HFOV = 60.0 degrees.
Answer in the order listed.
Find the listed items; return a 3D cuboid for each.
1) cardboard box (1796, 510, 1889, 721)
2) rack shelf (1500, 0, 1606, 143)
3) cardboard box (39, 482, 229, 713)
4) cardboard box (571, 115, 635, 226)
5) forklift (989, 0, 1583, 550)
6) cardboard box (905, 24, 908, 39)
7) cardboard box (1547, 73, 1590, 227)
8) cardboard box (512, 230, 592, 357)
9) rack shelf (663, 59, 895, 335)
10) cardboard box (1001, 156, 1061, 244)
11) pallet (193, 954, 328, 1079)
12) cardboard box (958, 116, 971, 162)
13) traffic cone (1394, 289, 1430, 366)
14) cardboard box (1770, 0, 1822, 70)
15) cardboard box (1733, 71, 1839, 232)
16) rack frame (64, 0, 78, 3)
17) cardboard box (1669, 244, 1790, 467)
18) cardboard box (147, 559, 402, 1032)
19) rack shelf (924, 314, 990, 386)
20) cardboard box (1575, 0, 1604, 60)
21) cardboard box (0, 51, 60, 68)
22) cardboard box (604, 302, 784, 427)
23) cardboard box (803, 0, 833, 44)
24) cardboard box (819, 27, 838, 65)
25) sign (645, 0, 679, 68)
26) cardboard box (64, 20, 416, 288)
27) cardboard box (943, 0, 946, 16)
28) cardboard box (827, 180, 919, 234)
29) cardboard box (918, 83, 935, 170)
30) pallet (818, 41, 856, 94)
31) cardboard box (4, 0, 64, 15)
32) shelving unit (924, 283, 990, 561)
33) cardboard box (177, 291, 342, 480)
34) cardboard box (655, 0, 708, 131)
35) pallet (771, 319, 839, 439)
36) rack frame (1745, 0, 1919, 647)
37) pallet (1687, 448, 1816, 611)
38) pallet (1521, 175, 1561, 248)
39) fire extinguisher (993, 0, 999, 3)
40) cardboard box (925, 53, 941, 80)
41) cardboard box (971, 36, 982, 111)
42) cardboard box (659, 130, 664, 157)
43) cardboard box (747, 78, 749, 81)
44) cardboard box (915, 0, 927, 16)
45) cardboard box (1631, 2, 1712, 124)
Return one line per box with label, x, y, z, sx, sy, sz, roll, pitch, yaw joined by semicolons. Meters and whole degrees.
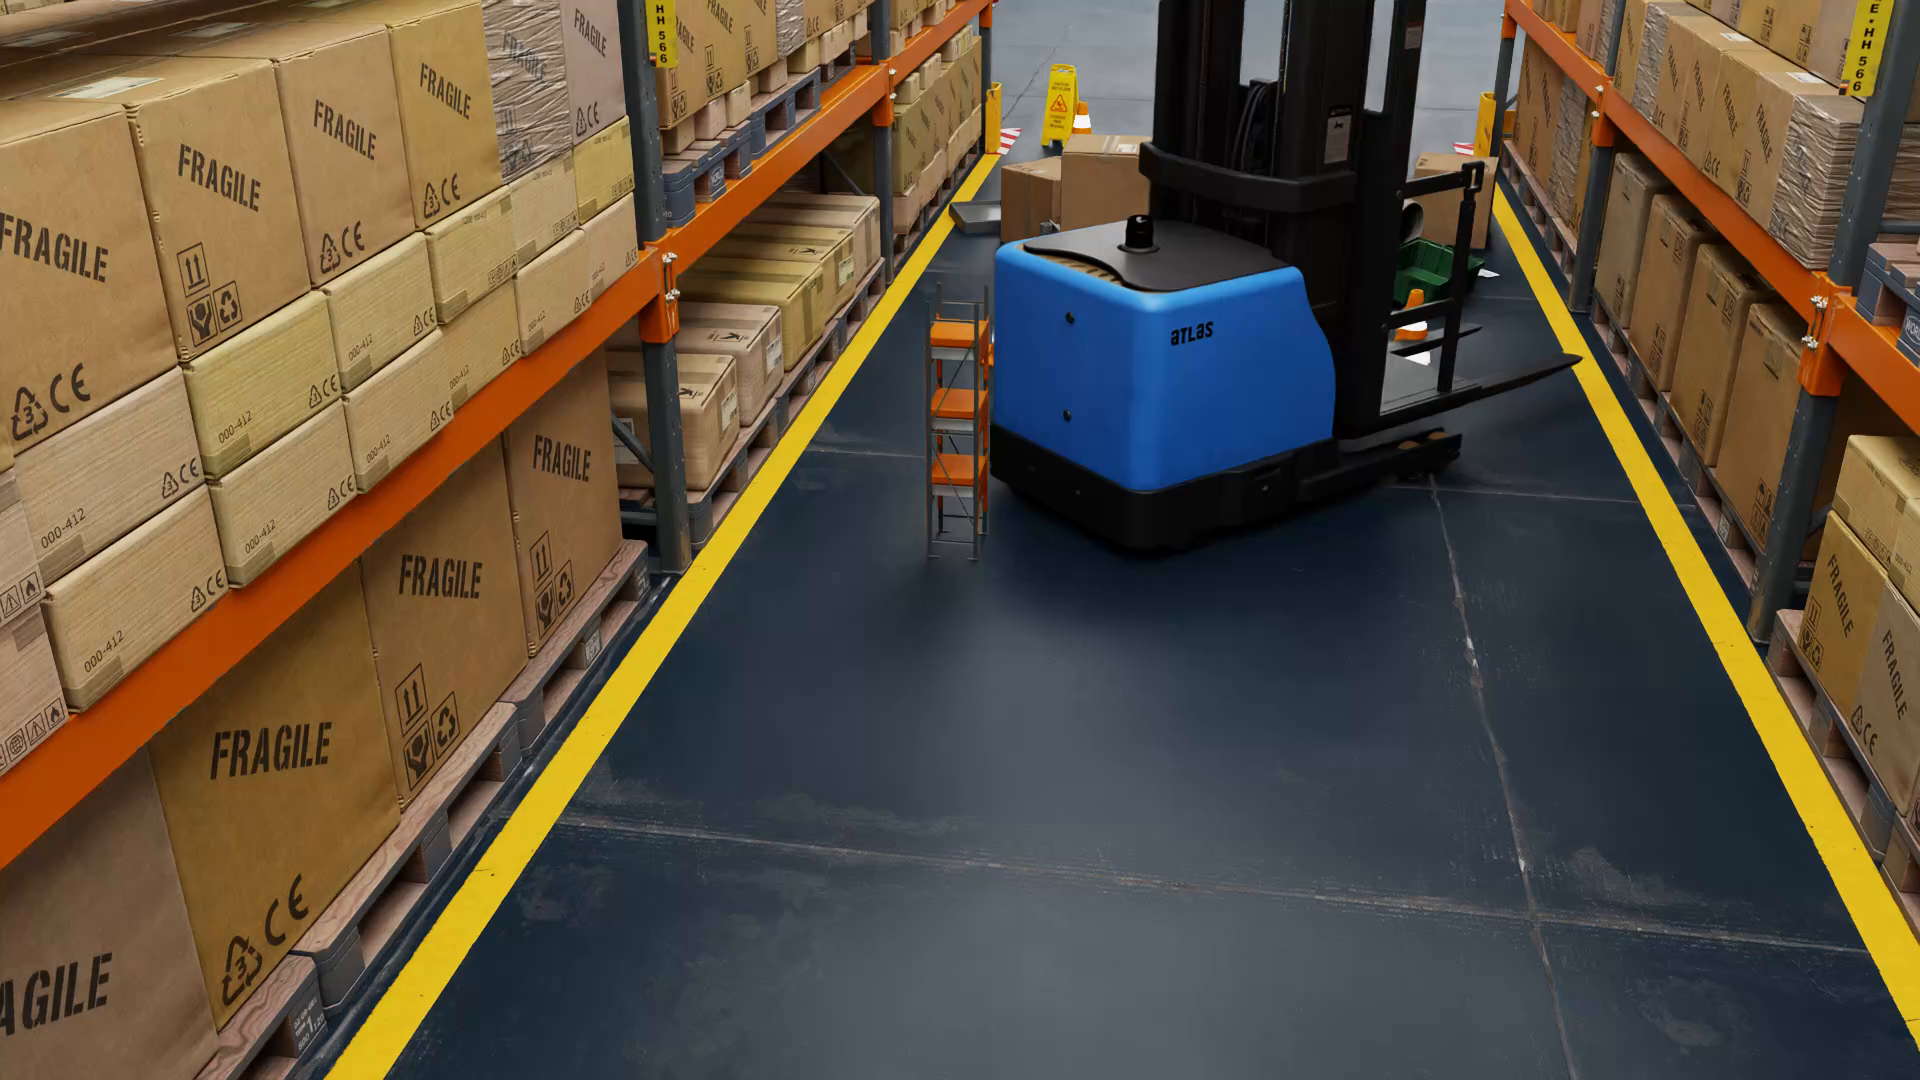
cardboard box;2.976;0.247;5.137;0.500;0.500;0.500;3;25;6
rack shelf;4.324;-3.157;10.804;1.077;0.370;4.000;4;25;9
cardboard box;-1.795;0.085;3.208;0.500;0.250;0.500;3;25;7
cardboard box;-1.385;-1.212;5.389;0.500;0.250;0.500;4;25;8
forklift;1.622;-1.762;7.056;3.031;2.935;1.130;-17;30;-32
cardboard box;-0.531;-3.165;10.270;0.380;0.149;0.250;4;25;8
cardboard box;4.313;-2.509;10.584;0.875;0.875;0.875;4;25;9
cardboard box;-1.451;-0.762;5.016;0.500;0.250;0.500;4;25;9
rack shelf;-1.230;-1.785;7.873;1.077;0.370;4.000;4;25;9
cardboard box;0.615;-2.170;10.793;0.500;0.500;0.500;-20;32;-36
pallet;-2.158;1.334;3.651;1.003;0.211;1.213;4;25;9
cardboard box;-0.208;-2.992;12.351;0.500;0.250;0.500;4;25;9
traffic cone;2.288;-1.041;8.428;0.336;0.463;0.334;4;25;9
cardboard box;3.590;-2.085;6.368;0.700;0.500;0.500;4;25;8
cardboard box;3.235;-1.434;6.157;0.500;0.500;0.500;4;25;9
rack frame;-5.800;-3.289;10.239;1.000;3.000;0.127;4;25;9
cardboard box;3.671;-0.759;6.991;1.050;0.750;0.750;4;25;9
cardboard box;-2.048;0.528;4.095;0.875;0.875;0.875;5;26;10
rack shelf;-0.009;-0.701;6.364;0.215;0.259;0.240;4;25;9
cardboard box;4.113;-3.101;9.659;0.875;0.550;0.550;4;25;9
cardboard box;-2.205;-0.731;3.476;0.500;0.500;0.500;5;26;10
cardboard box;-1.342;-0.819;7.565;0.950;0.372;0.625;4;25;8
cardboard box;-0.922;-2.685;7.984;0.500;0.500;0.500;5;26;10
cardboard box;-0.820;-2.463;8.274;0.380;0.149;0.250;4;25;9
sign;-1.008;-1.761;5.609;0.100;0.325;0.005;4;25;9
cardboard box;-1.636;-0.904;3.846;0.500;0.500;0.500;4;25;8
cardboard box;-0.303;-3.584;11.165;0.380;0.149;0.250;4;25;8
cardboard box;-0.540;-2.120;10.488;0.500;0.250;0.500;3;25;6
cardboard box;-0.464;-2.684;10.809;0.500;0.500;0.500;5;26;11
pallet;-1.171;-2.550;8.887;1.003;0.211;1.213;4;25;9
cardboard box;-5.628;-3.225;9.688;0.500;0.250;0.500;3;25;7
shelving unit;-0.009;-0.453;6.480;0.215;1.050;0.252;4;25;9
cardboard box;-1.694;-0.353;3.553;0.500;0.250;0.500;4;25;9
cardboard box;-1.255;-1.816;6.128;0.500;0.500;0.500;3;25;7
pallet;-1.226;-0.846;8.309;1.003;0.211;1.213;4;25;9
rack frame;3.344;-0.973;5.291;1.000;3.000;0.127;4;25;9
pallet;3.547;-0.035;6.575;1.003;0.211;1.213;4;25;9
pallet;4.396;-2.207;11.217;1.003;0.211;1.213;4;25;9
fire extinguisher;0.224;-4.601;13.132;0.296;0.674;0.183;4;25;9
cardboard box;-0.337;-3.129;10.995;0.380;0.149;0.250;5;26;12
cardboard box;-0.123;-3.551;12.662;0.500;0.500;0.500;4;25;9
cardboard box;-1.320;-1.473;6.160;0.380;0.149;0.250;3;25;5
cardboard box;-1.123;-1.920;7.115;0.380;0.149;0.250;6;26;12
cardboard box;-0.497;-3.503;10.227;0.500;0.500;0.500;4;25;8
cardboard box;3.564;-2.279;7.962;0.500;0.500;0.500;4;25;9
